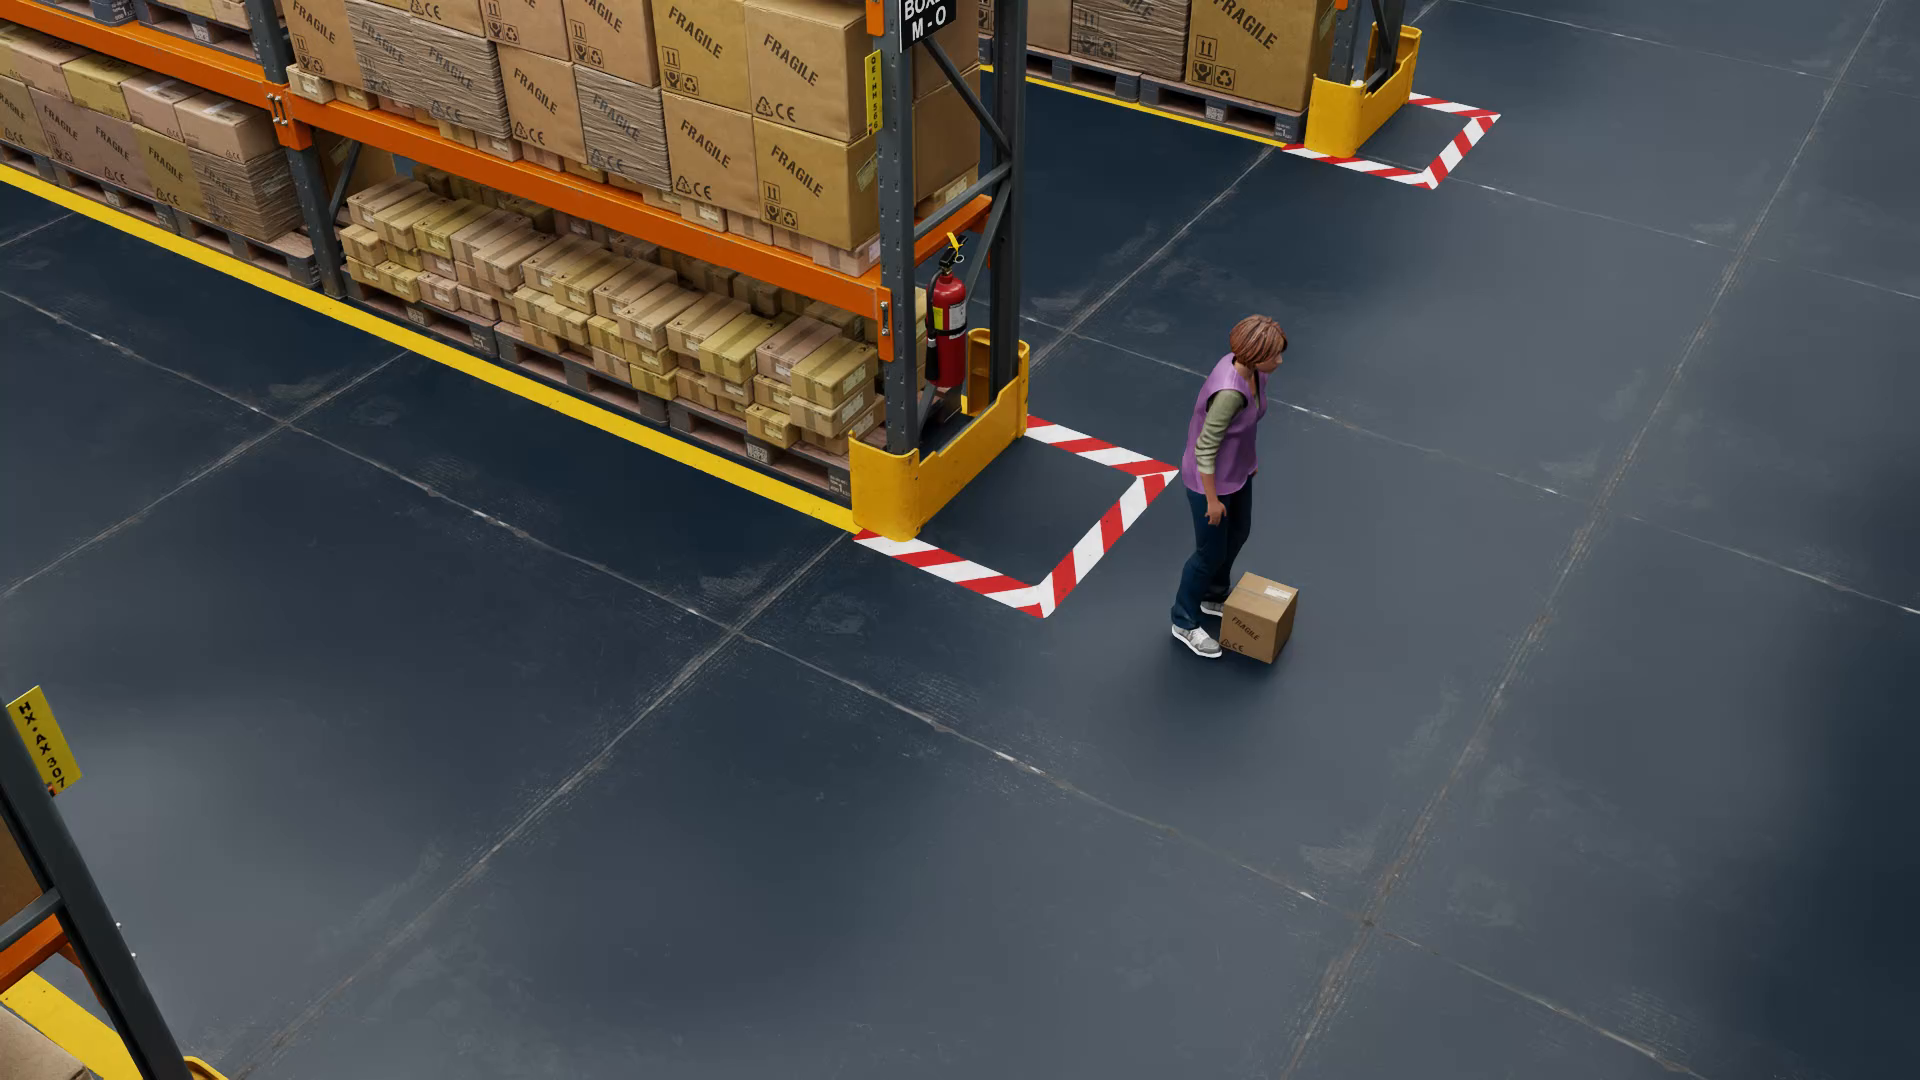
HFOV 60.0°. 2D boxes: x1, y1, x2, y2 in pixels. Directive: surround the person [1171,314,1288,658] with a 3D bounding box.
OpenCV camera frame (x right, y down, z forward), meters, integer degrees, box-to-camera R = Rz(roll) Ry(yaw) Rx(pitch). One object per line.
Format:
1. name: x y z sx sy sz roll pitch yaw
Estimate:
1. person: 1.124 -0.253 7.000 0.368 1.593 0.478 20 43 23
